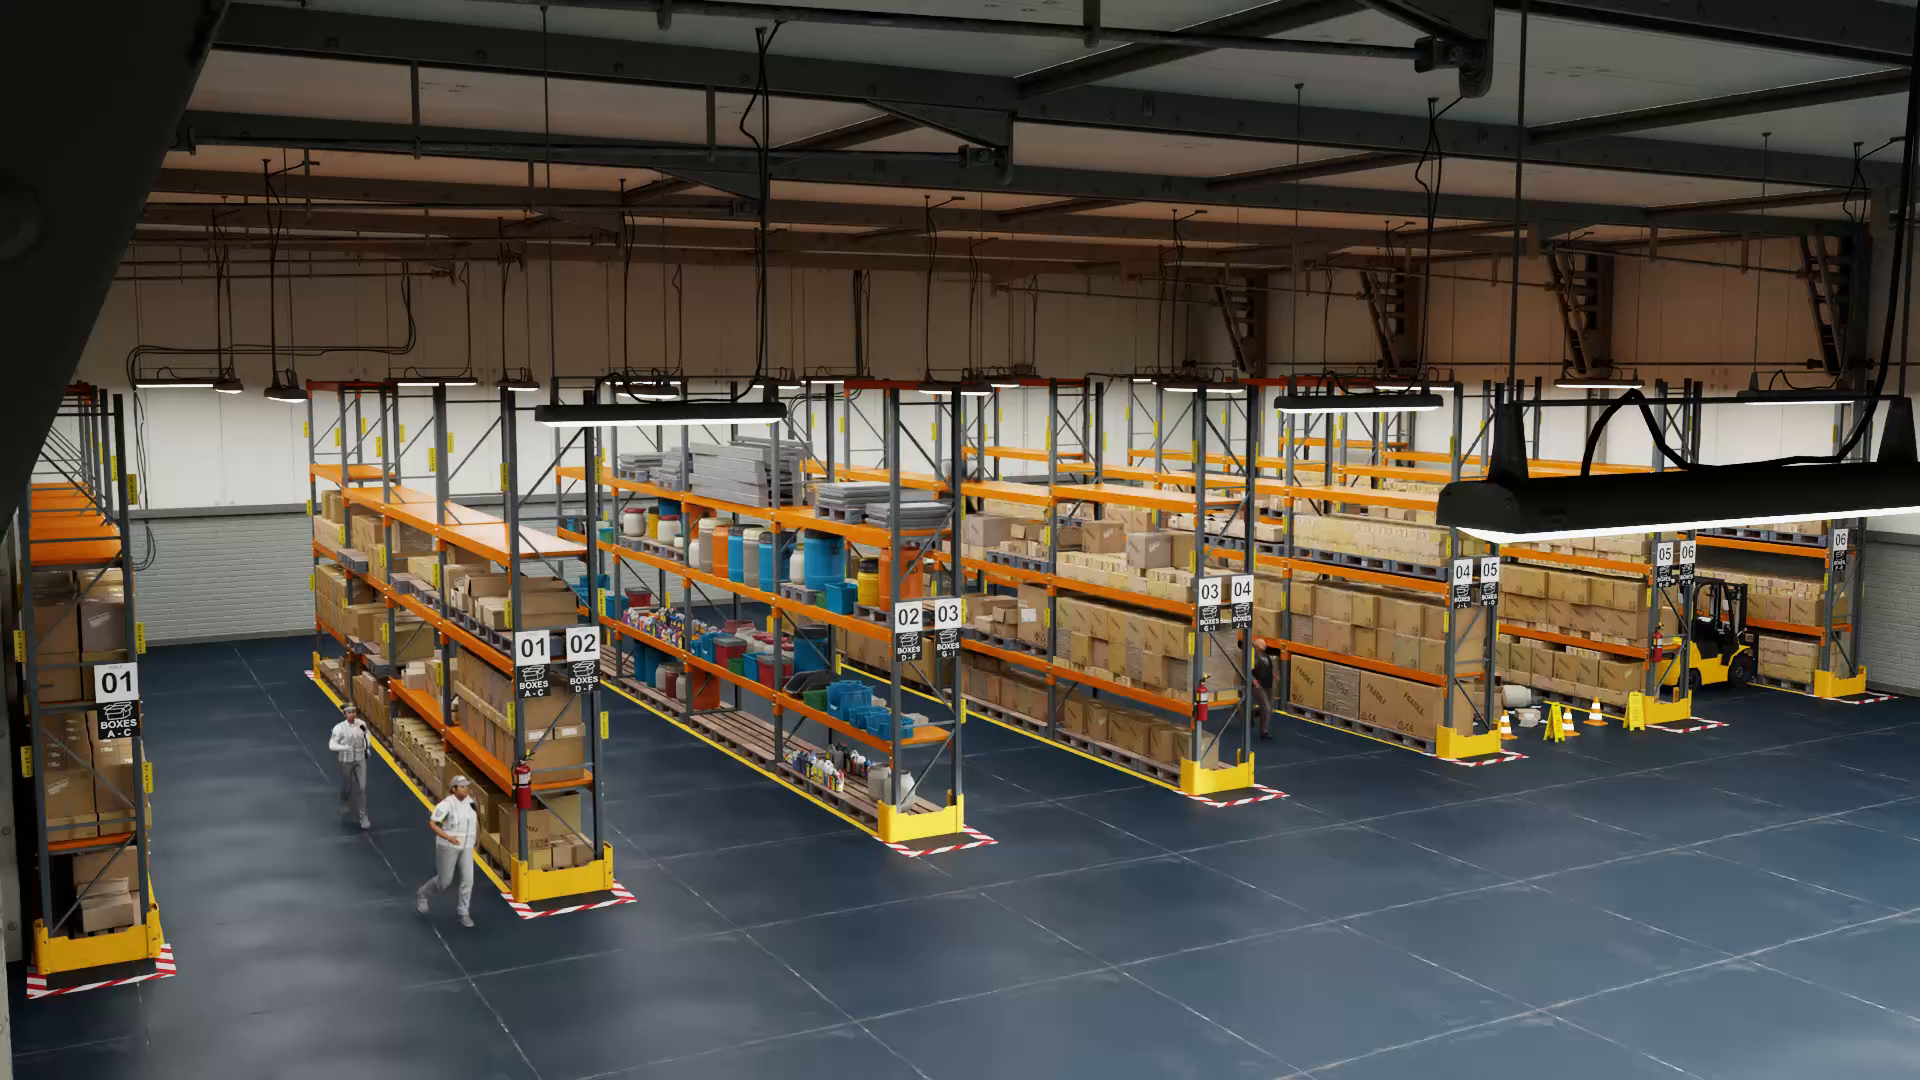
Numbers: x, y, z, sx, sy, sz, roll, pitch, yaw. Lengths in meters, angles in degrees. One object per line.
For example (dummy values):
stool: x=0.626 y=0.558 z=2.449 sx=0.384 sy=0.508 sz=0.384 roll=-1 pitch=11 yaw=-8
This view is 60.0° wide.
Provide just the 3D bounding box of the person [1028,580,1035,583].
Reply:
person: x=1.768 y=1.470 z=35.158 sx=0.680 sy=1.855 sz=0.875 roll=-3 pitch=7 yaw=-30

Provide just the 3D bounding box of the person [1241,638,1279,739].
person: x=5.071 y=2.501 z=28.197 sx=0.666 sy=1.680 sz=0.753 roll=-5 pitch=8 yaw=-38

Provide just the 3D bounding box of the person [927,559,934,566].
person: x=-0.726 y=1.296 z=39.373 sx=0.766 sy=1.756 sz=0.647 roll=-1 pitch=6 yaw=-12

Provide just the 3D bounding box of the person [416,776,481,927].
person: x=-5.739 y=3.506 z=18.991 sx=0.884 sy=1.632 sz=0.681 roll=5 pitch=8 yaw=37

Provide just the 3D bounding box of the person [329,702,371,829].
person: x=-8.333 y=3.044 z=22.810 sx=0.612 sy=1.701 sz=0.920 roll=-4 pitch=7 yaw=-35
